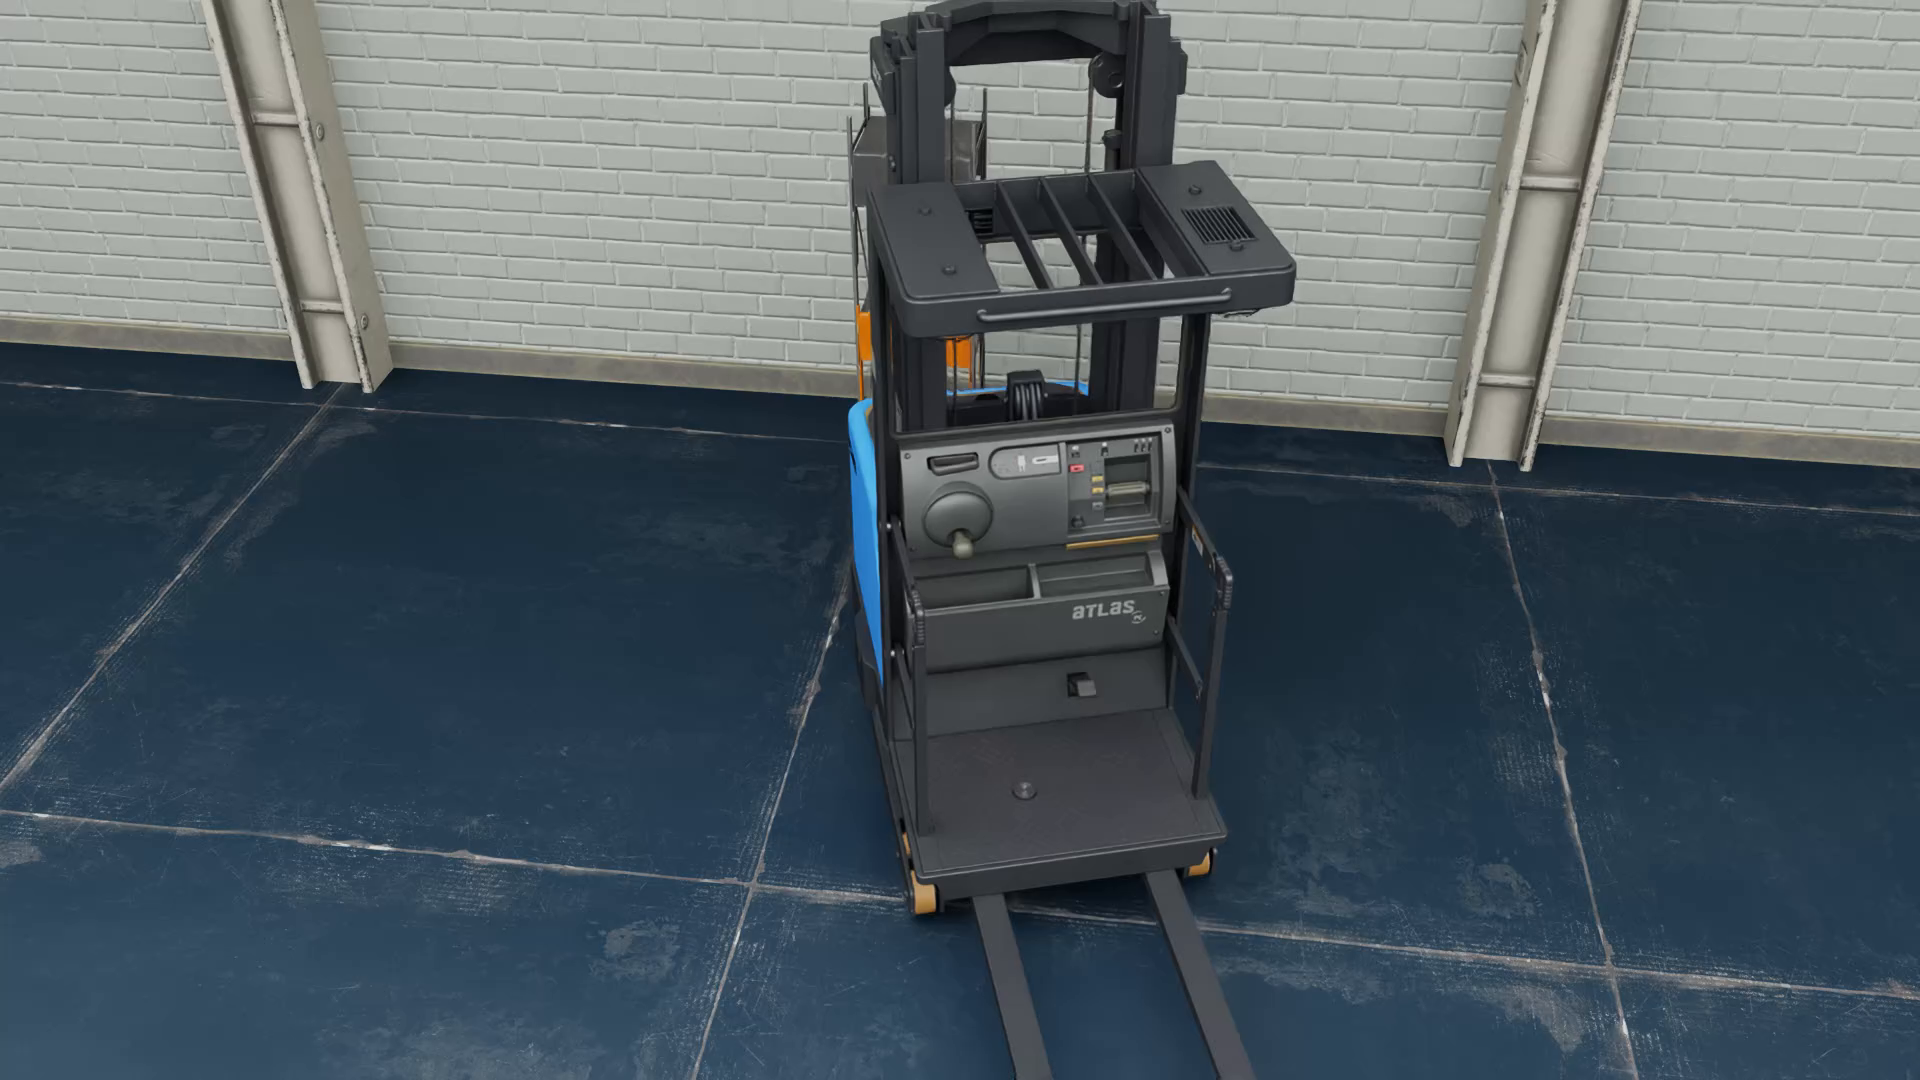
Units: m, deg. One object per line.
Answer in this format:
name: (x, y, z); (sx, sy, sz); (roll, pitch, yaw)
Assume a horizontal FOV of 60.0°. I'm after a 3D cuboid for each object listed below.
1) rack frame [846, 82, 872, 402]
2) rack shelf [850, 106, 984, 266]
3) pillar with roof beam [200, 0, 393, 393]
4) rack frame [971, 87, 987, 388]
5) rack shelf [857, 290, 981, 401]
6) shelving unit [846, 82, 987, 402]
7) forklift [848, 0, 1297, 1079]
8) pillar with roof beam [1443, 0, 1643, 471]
rack frame: (-0.406, -0.885, 7.182); (0.015, 2.100, 0.400); (4, 36, 6)
rack shelf: (-0.164, -1.426, 6.758); (0.480, 0.518, 0.431); (4, 36, 6)
pillar with roof beam: (-3.850, -2.069, 2.903); (0.400, 9.000, 9.100); (4, 36, 6)
rack frame: (0.078, -0.849, 7.132); (0.015, 2.100, 0.400); (4, 36, 6)
rack shelf: (-0.164, -0.856, 7.165); (0.480, 0.518, 0.431); (4, 36, 6)
shelving unit: (-0.164, -0.867, 7.157); (0.503, 2.100, 0.431); (4, 36, 6)
forklift: (0.307, -0.100, 5.368); (1.130, 2.935, 3.031); (-6, 36, -8)
pillar with roof beam: (2.101, -1.625, 2.281); (0.400, 9.000, 9.100); (4, 36, 6)
